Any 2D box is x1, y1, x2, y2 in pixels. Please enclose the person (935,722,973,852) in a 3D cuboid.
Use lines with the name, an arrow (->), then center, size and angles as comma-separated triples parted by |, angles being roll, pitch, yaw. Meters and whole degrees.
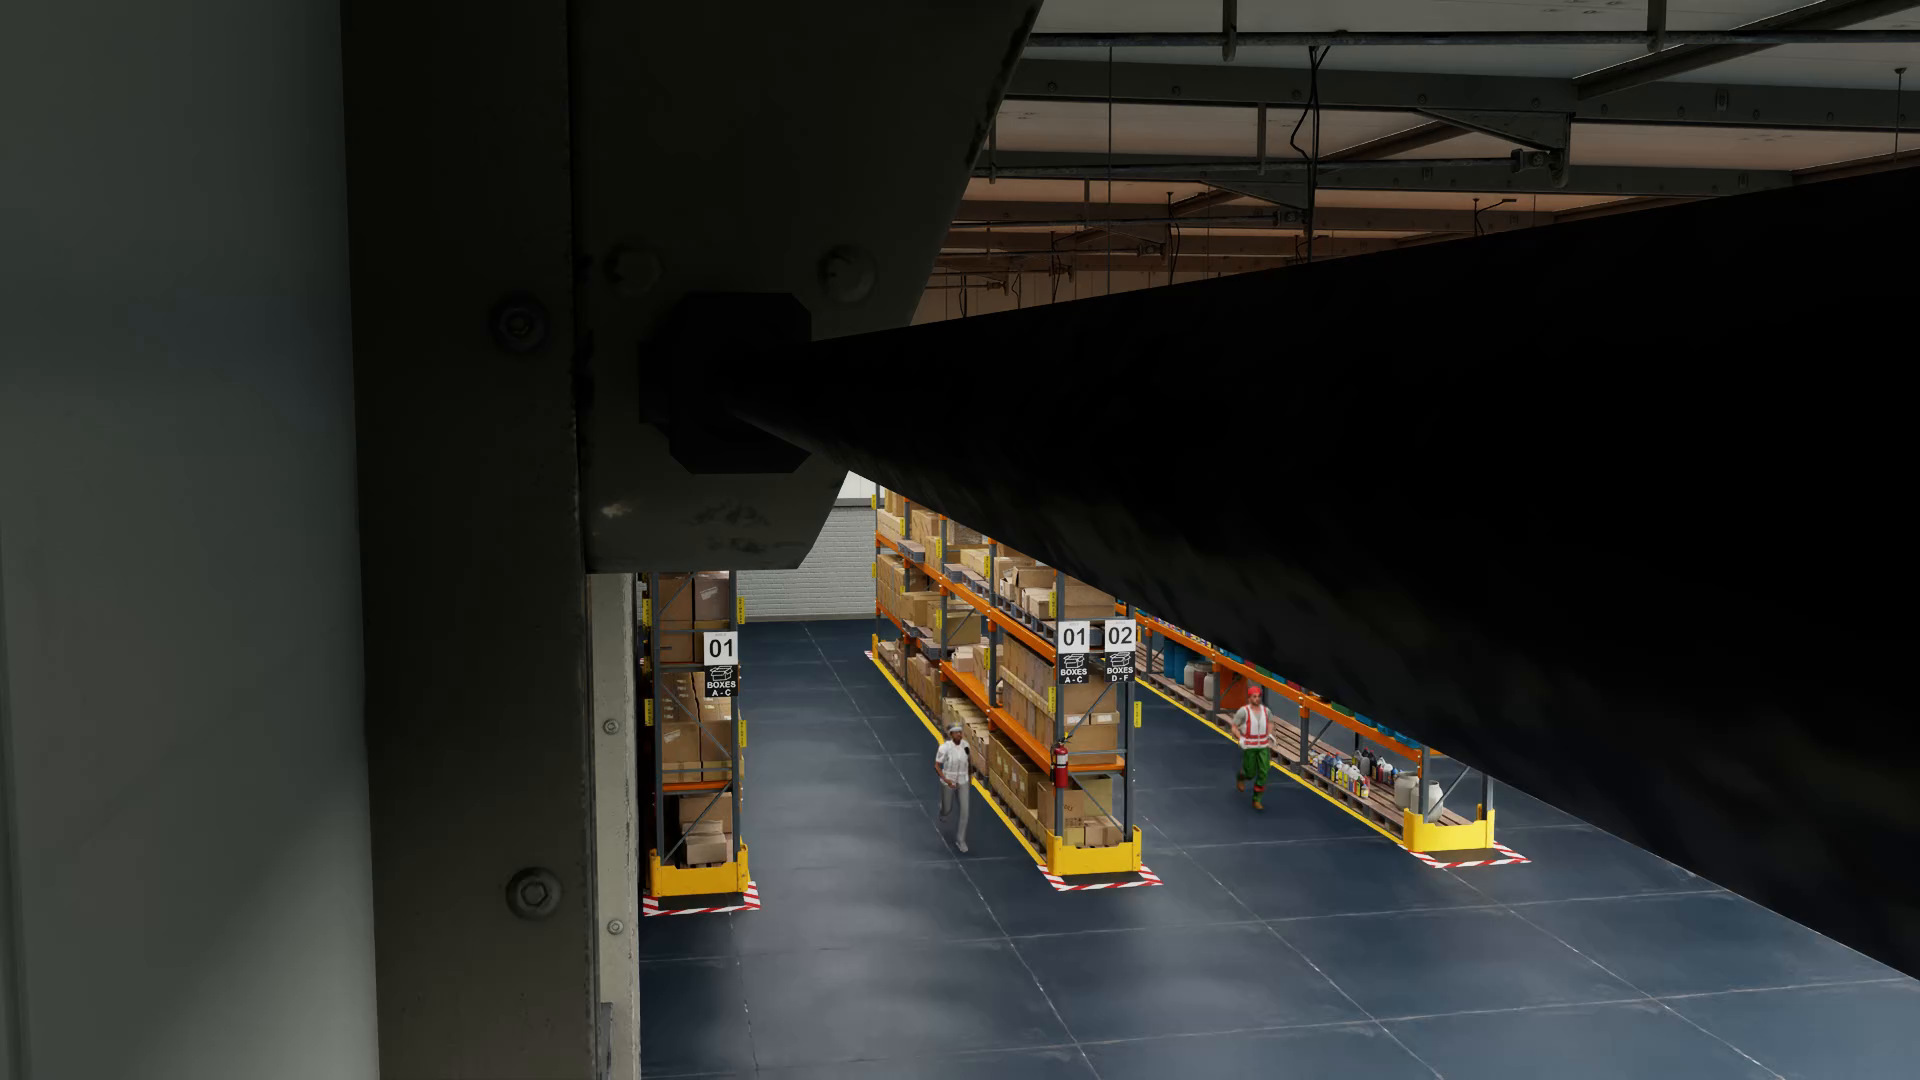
person -> -0.073, 3.246, 22.232 | 0.557, 1.692, 0.962 | -1, 6, -13

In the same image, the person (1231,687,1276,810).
person -> 4.267, 2.988, 24.136 | 0.667, 1.749, 0.745 | -1, 6, -13
